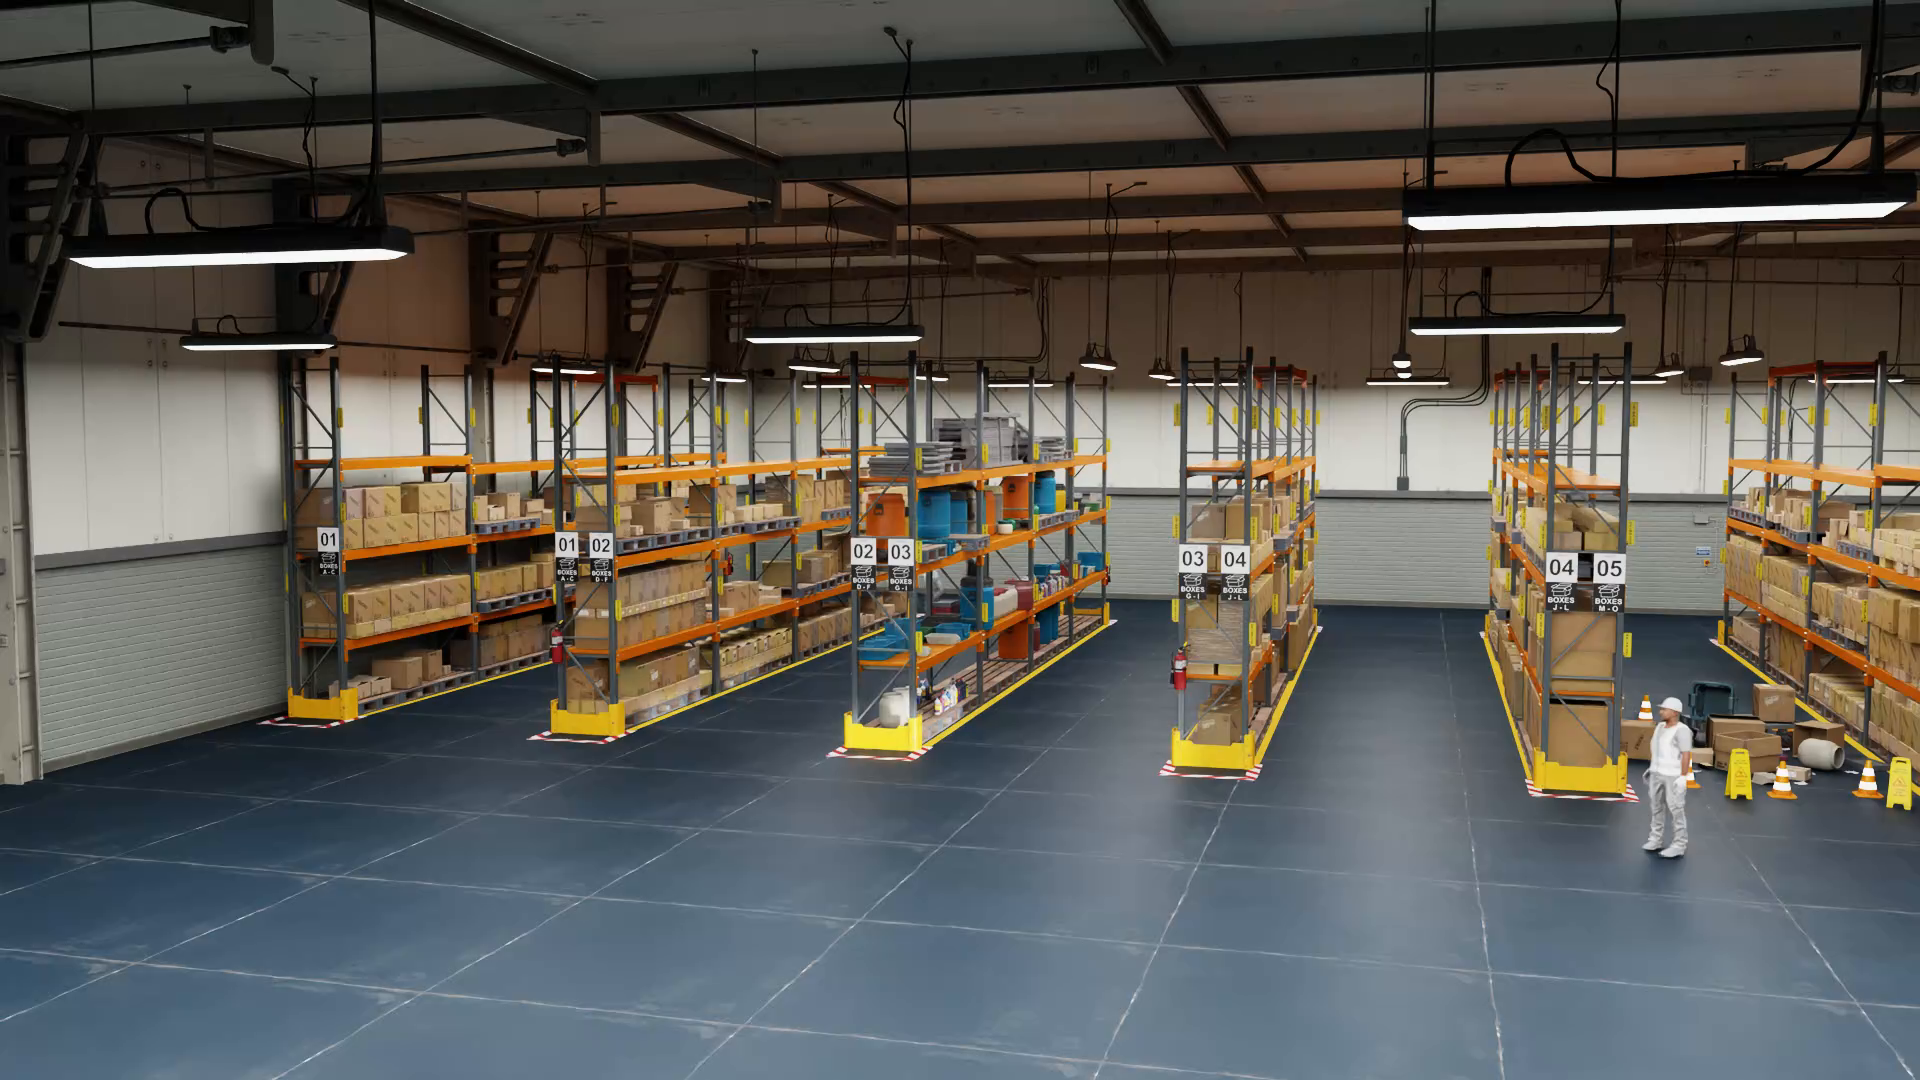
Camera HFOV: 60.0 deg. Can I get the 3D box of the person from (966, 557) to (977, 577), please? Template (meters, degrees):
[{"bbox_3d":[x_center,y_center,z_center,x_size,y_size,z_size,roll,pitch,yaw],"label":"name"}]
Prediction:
[{"bbox_3d":[0.417,0.979,43.046,0.577,1.670,0.999,1,4,8],"label":"person"}]

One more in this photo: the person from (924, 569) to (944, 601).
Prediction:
[{"bbox_3d":[-0.679,1.013,42.680,0.423,1.675,0.539,2,5,29],"label":"person"}]

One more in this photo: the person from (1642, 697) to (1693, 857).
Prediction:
[{"bbox_3d":[8.112,2.697,19.101,0.412,1.790,0.612,-2,5,-22],"label":"person"}]
